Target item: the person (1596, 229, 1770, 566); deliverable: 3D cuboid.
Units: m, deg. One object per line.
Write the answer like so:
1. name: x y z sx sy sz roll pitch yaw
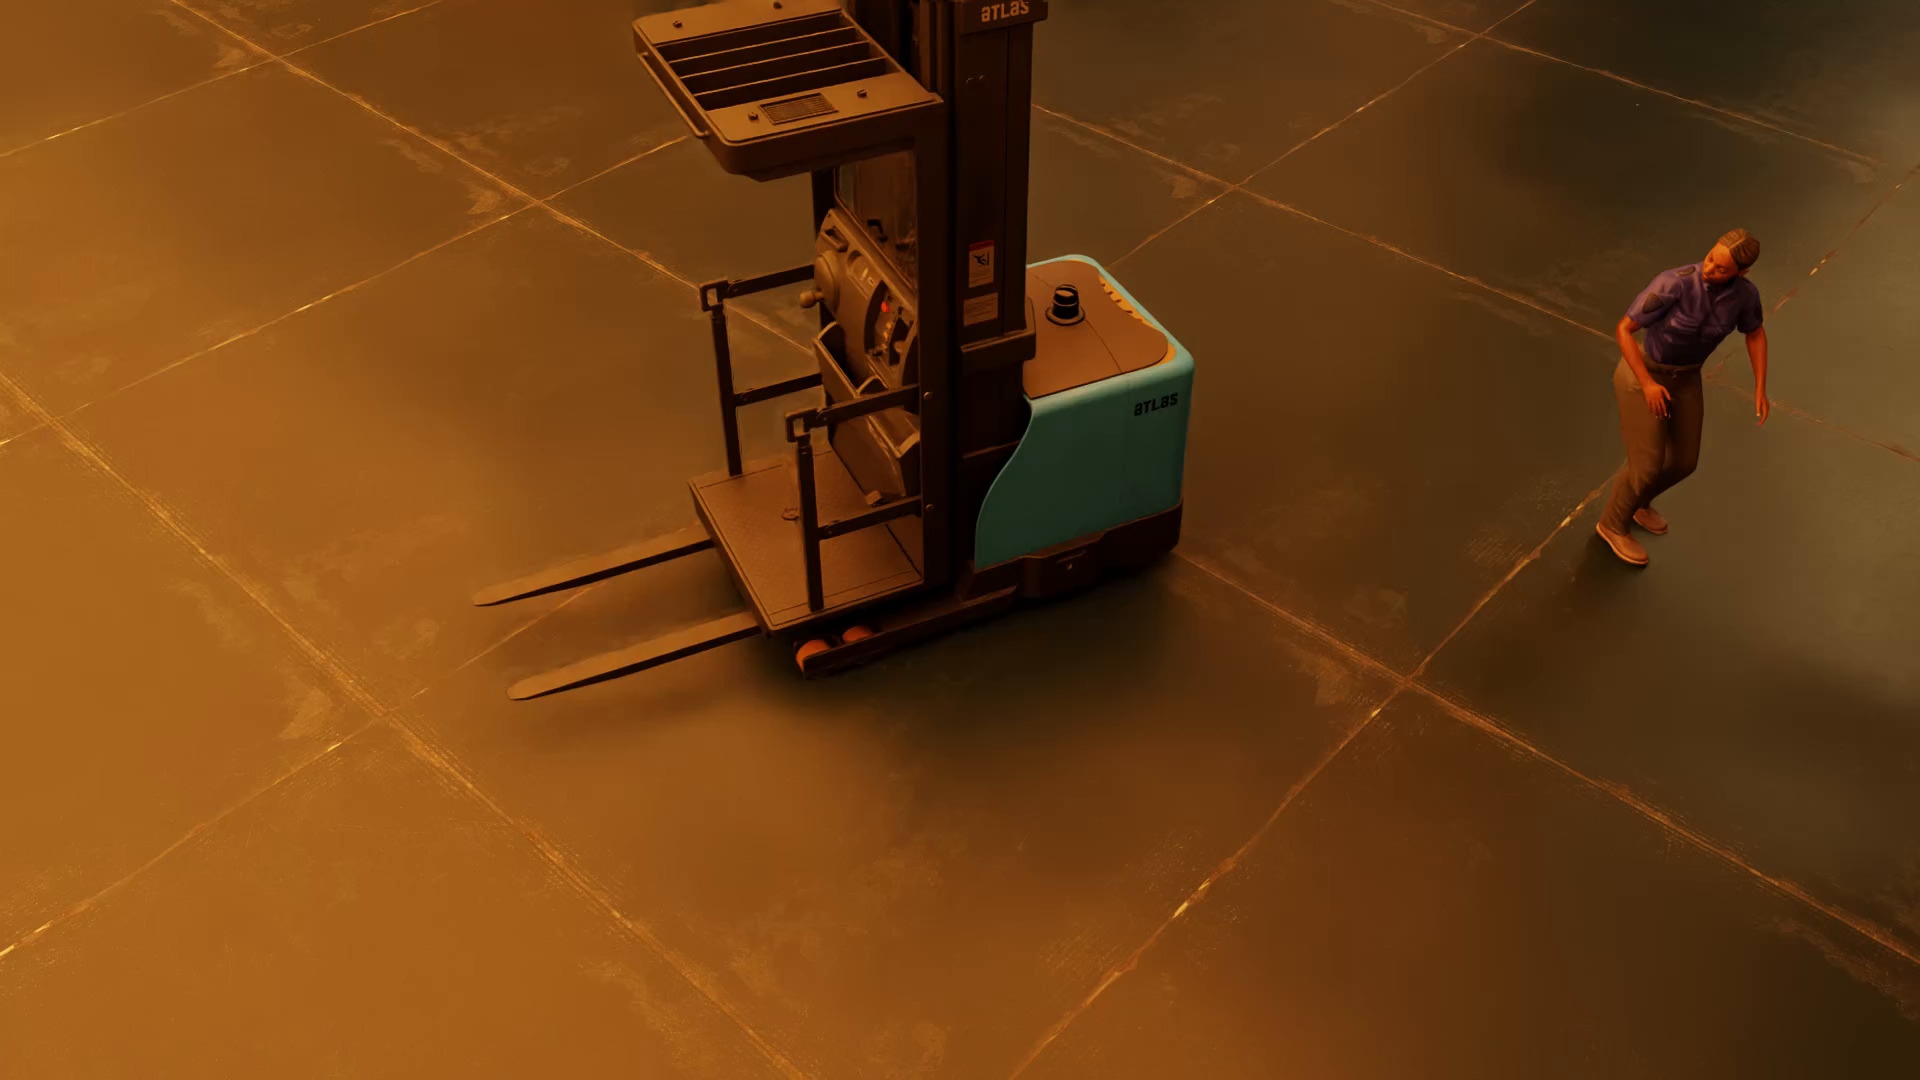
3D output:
1. person: 3.131 -0.643 7.218 0.678 1.609 0.471 -10 42 -12

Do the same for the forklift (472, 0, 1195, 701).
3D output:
1. forklift: -0.561 -0.925 6.507 3.031 2.935 1.130 -17 43 -19
